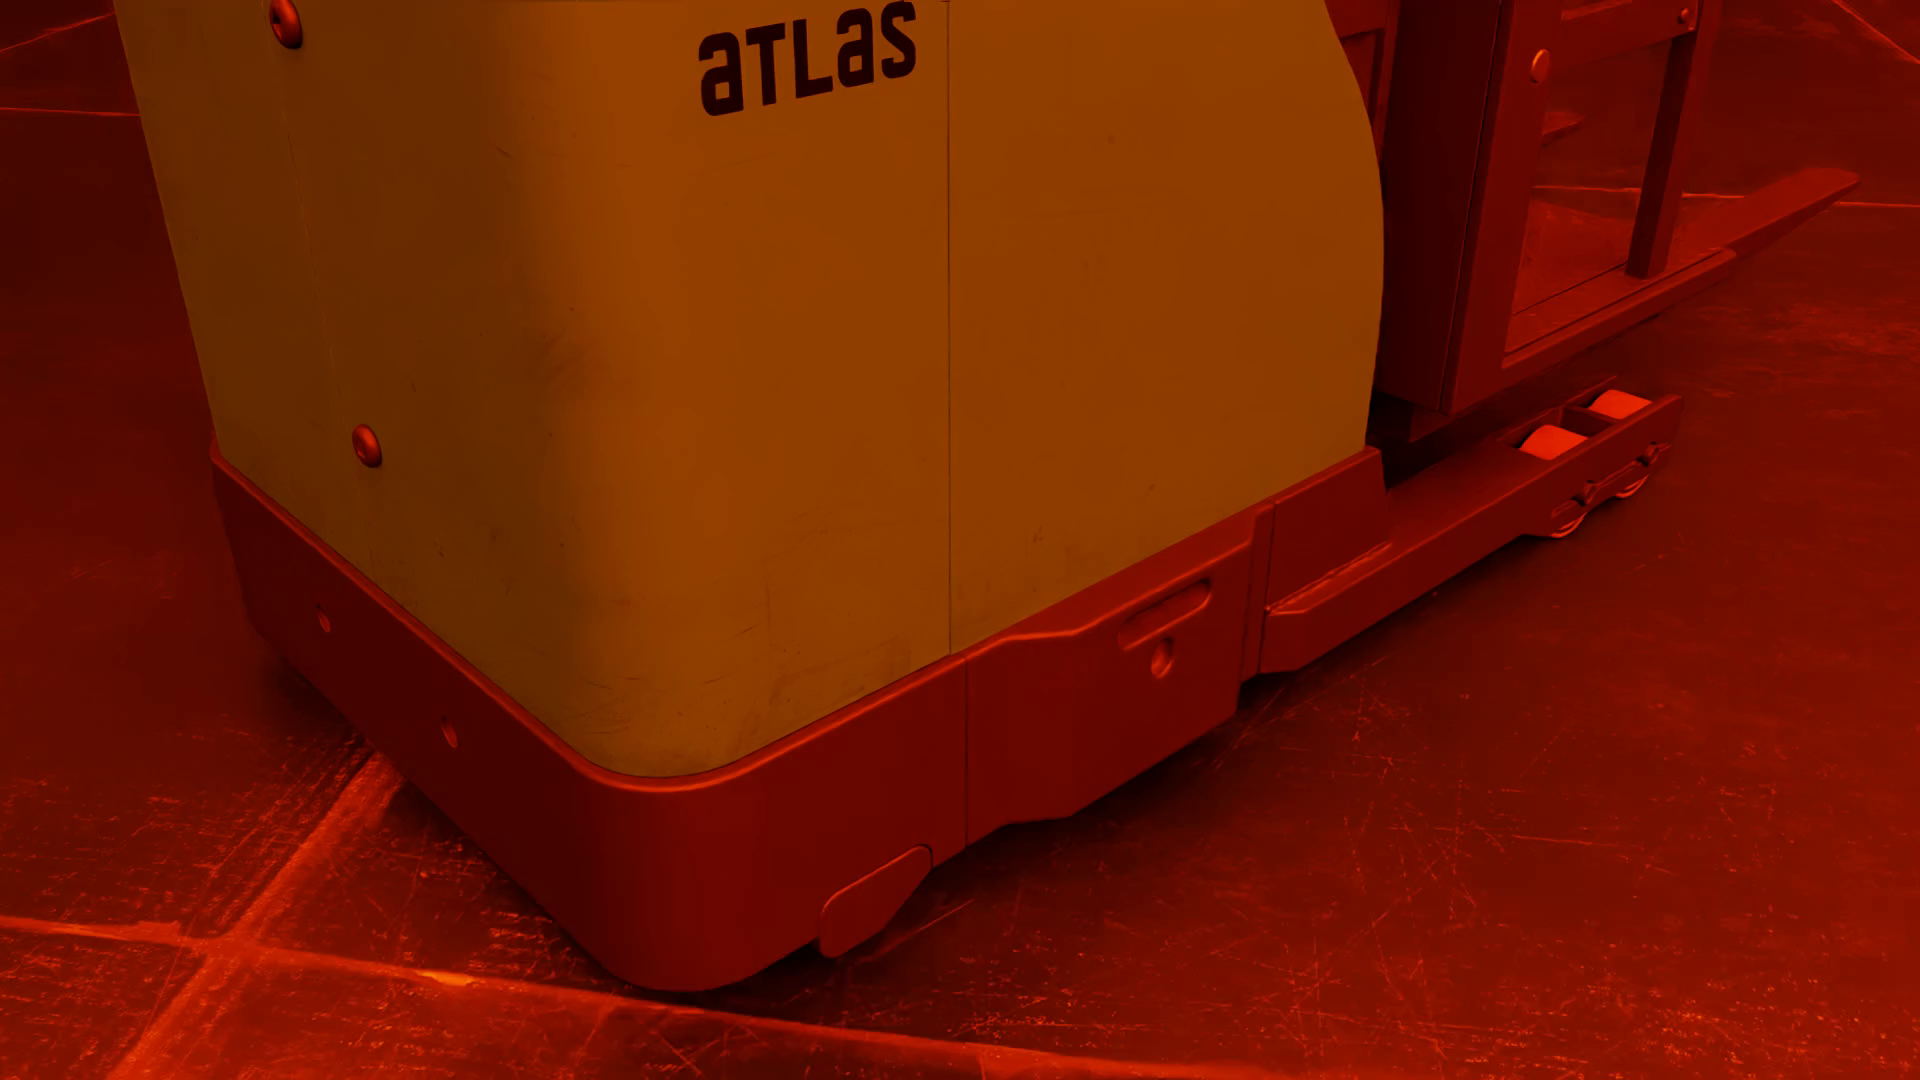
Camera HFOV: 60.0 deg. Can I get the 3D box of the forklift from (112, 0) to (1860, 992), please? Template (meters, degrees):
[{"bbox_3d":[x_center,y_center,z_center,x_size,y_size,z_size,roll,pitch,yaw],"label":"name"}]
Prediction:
[{"bbox_3d":[0.489,-1.452,2.096,3.031,2.935,1.130,-24,37,-36],"label":"forklift"}]
